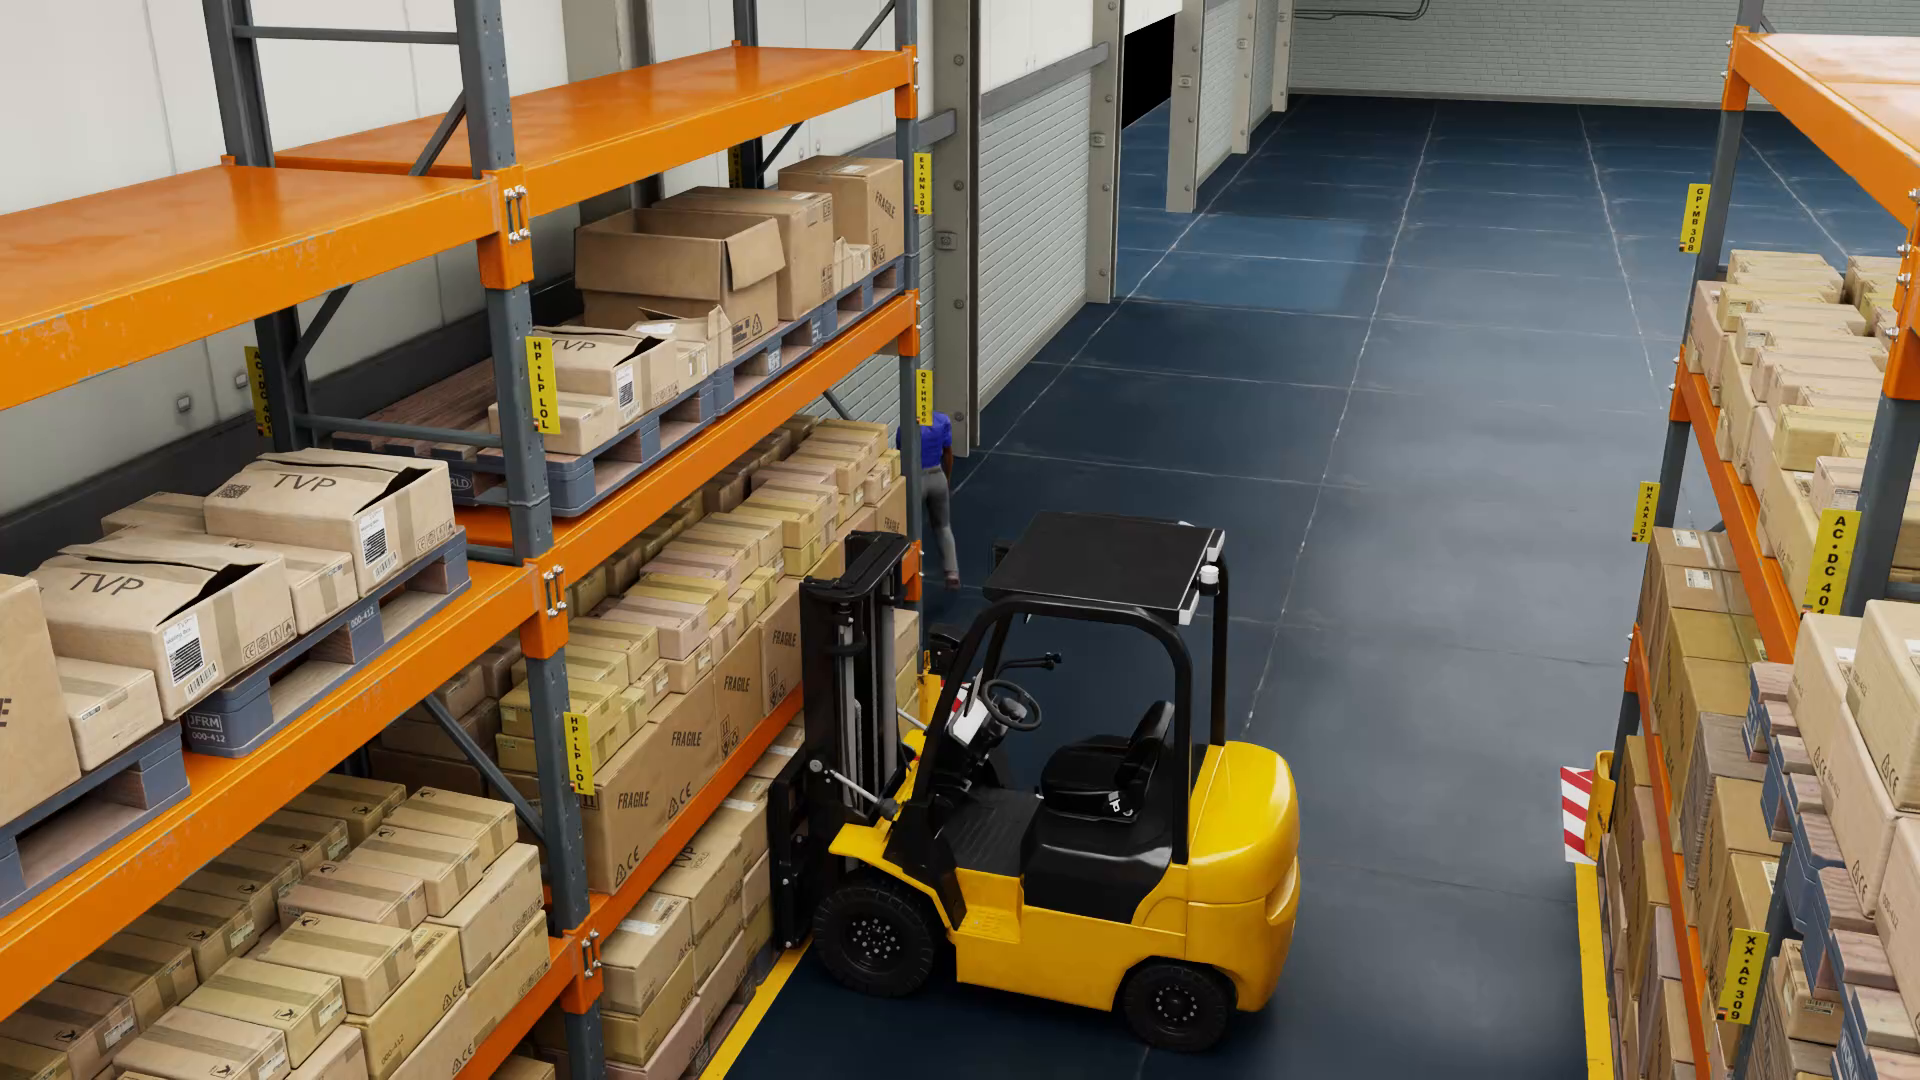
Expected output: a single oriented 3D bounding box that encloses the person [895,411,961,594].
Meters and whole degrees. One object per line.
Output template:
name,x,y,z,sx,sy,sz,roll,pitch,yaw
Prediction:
person,-0.245,-0.360,11.968,0.485,1.631,0.721,-10,24,-24
